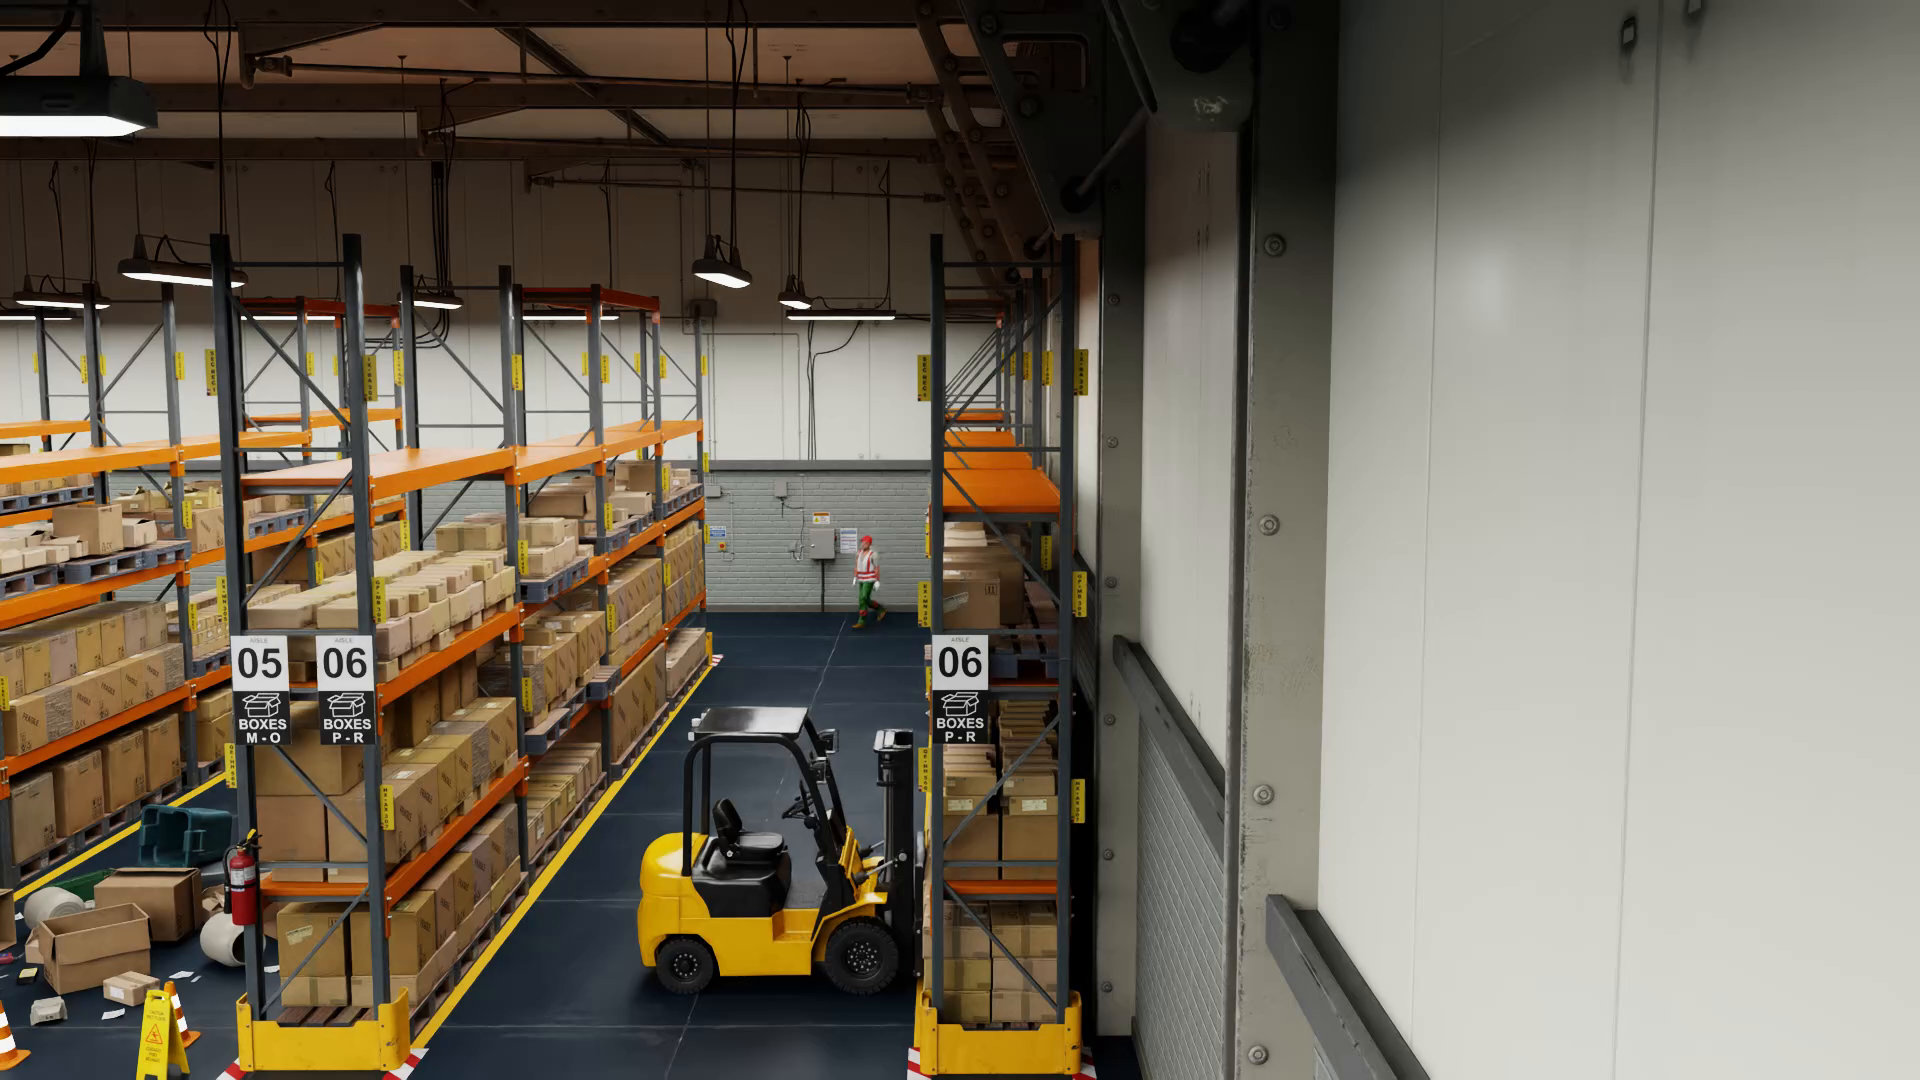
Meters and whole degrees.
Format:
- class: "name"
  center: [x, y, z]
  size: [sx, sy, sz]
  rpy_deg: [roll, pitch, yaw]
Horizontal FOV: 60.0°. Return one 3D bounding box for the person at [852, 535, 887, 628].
- class: "person"
  center: [-1.740, 0.779, 31.711]
  size: [0.888, 1.766, 0.523]
  rpy_deg: [-5, 8, -37]
